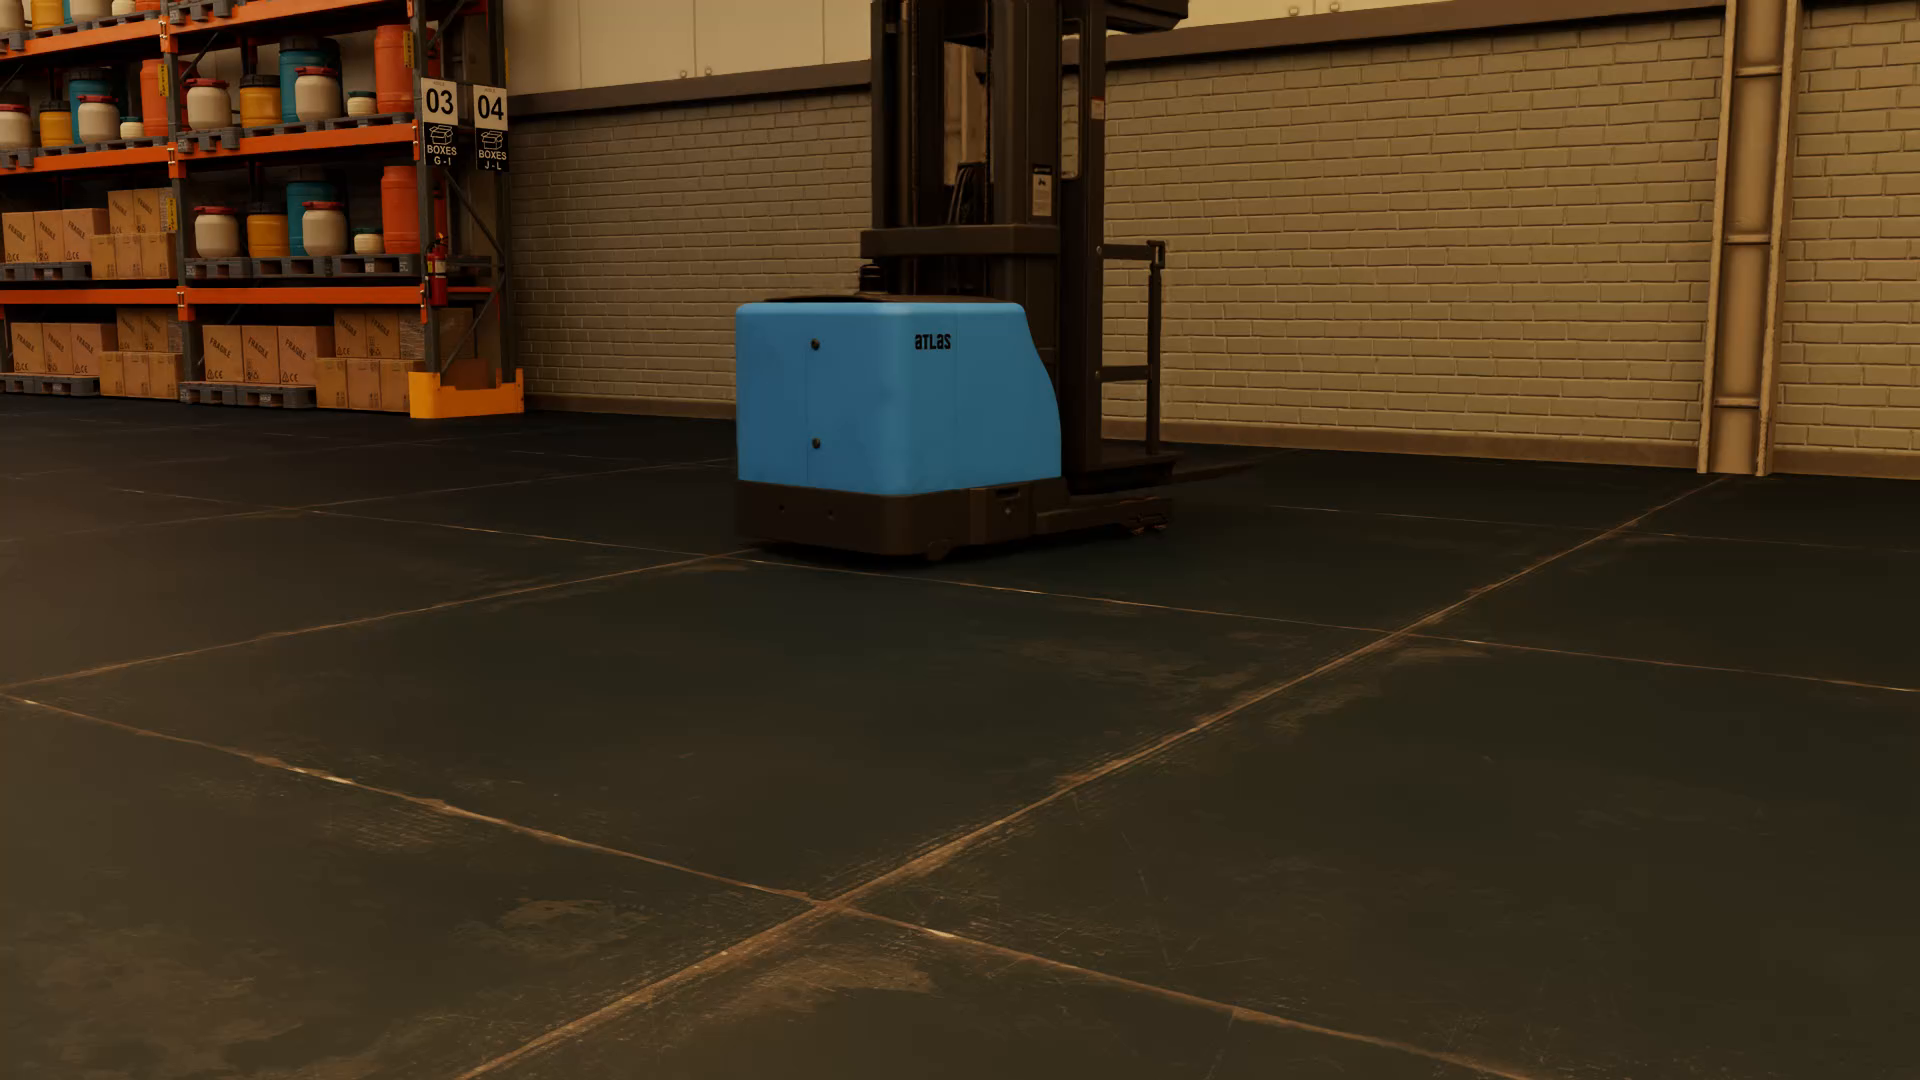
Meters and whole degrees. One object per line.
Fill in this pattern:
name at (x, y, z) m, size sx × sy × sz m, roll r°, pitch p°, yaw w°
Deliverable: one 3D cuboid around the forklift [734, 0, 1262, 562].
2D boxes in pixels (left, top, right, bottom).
forklift at (0.369, -1.519, 7.873) m, size 1.130 × 2.935 × 3.031 m, roll 7°, pitch 11°, yaw 41°
